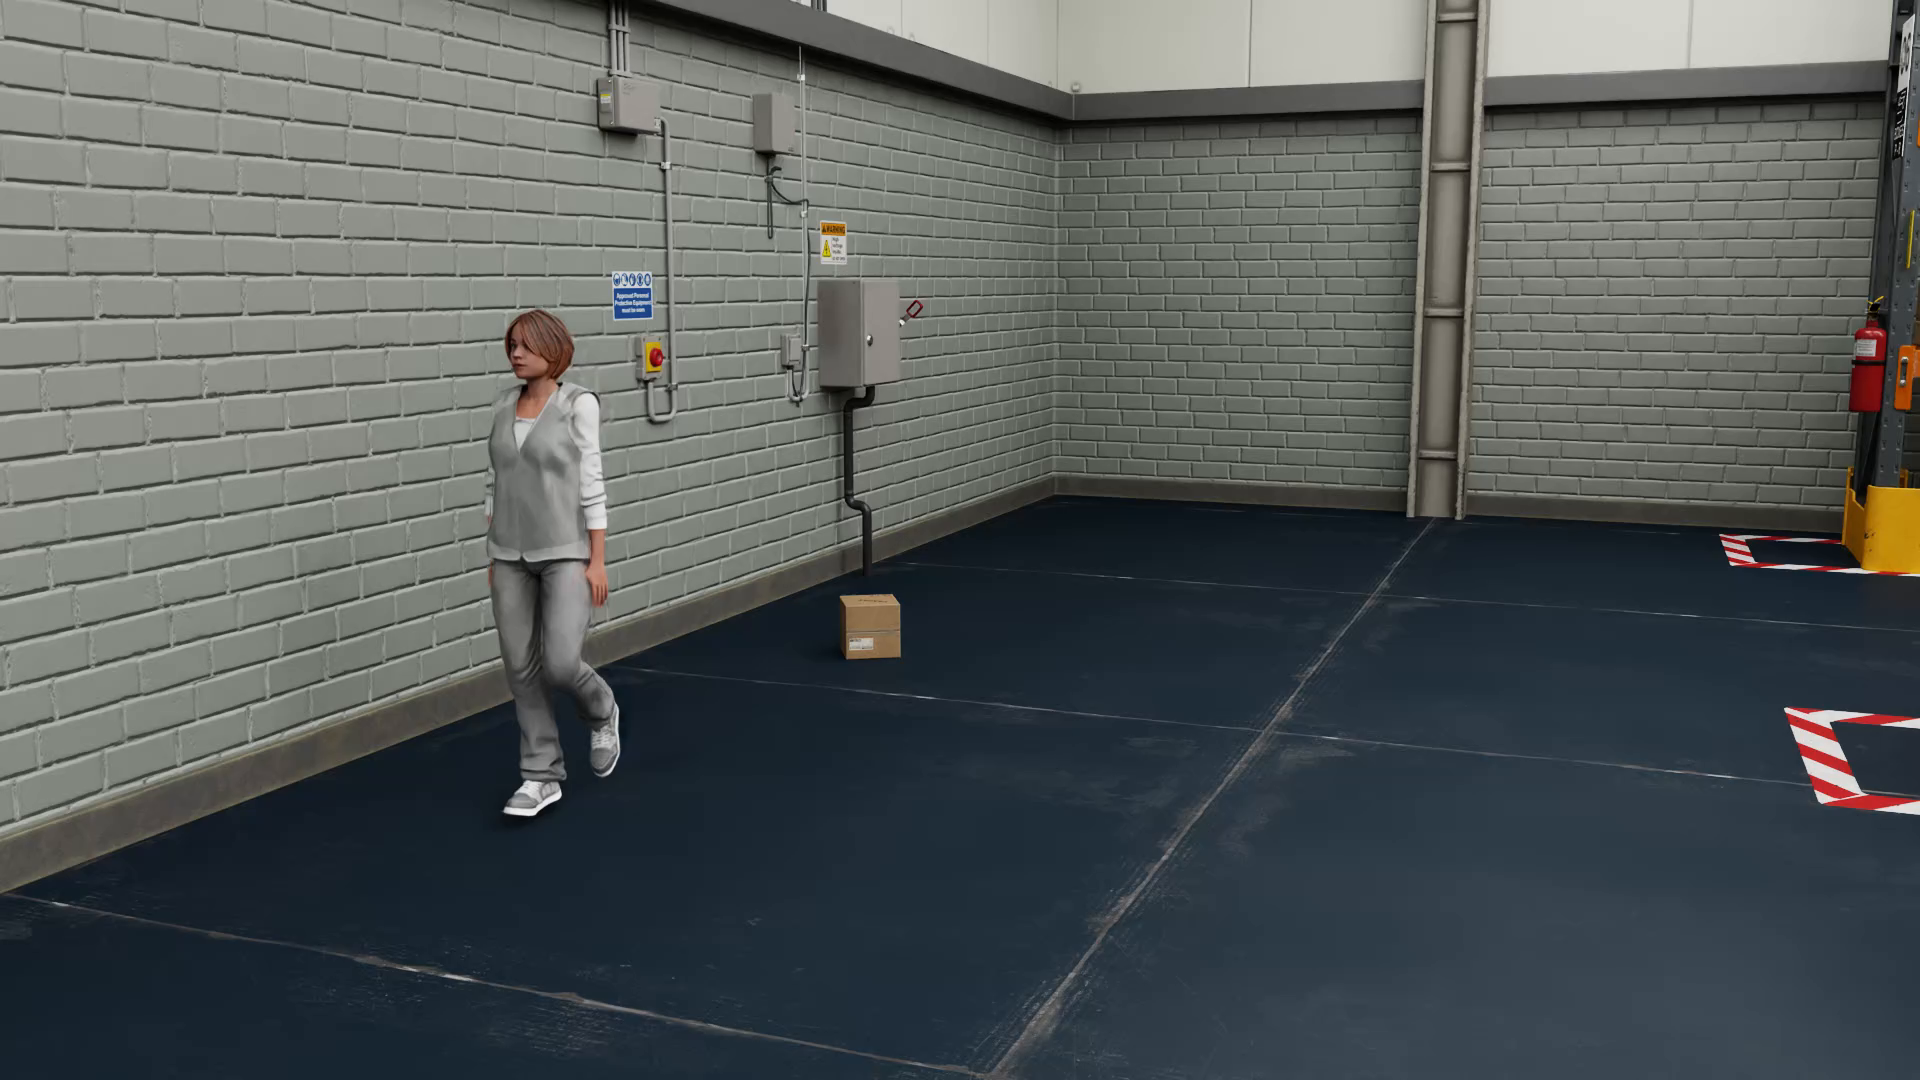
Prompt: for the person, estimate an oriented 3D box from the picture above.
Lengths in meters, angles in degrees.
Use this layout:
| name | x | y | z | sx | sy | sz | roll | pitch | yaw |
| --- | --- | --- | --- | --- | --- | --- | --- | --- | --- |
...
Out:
| name | x | y | z | sx | sy | sz | roll | pitch | yaw |
| --- | --- | --- | --- | --- | --- | --- | --- | --- | --- |
| person | -1.303 | 0.066 | 5.297 | 0.434 | 1.588 | 0.487 | 2 | 9 | 15 |
